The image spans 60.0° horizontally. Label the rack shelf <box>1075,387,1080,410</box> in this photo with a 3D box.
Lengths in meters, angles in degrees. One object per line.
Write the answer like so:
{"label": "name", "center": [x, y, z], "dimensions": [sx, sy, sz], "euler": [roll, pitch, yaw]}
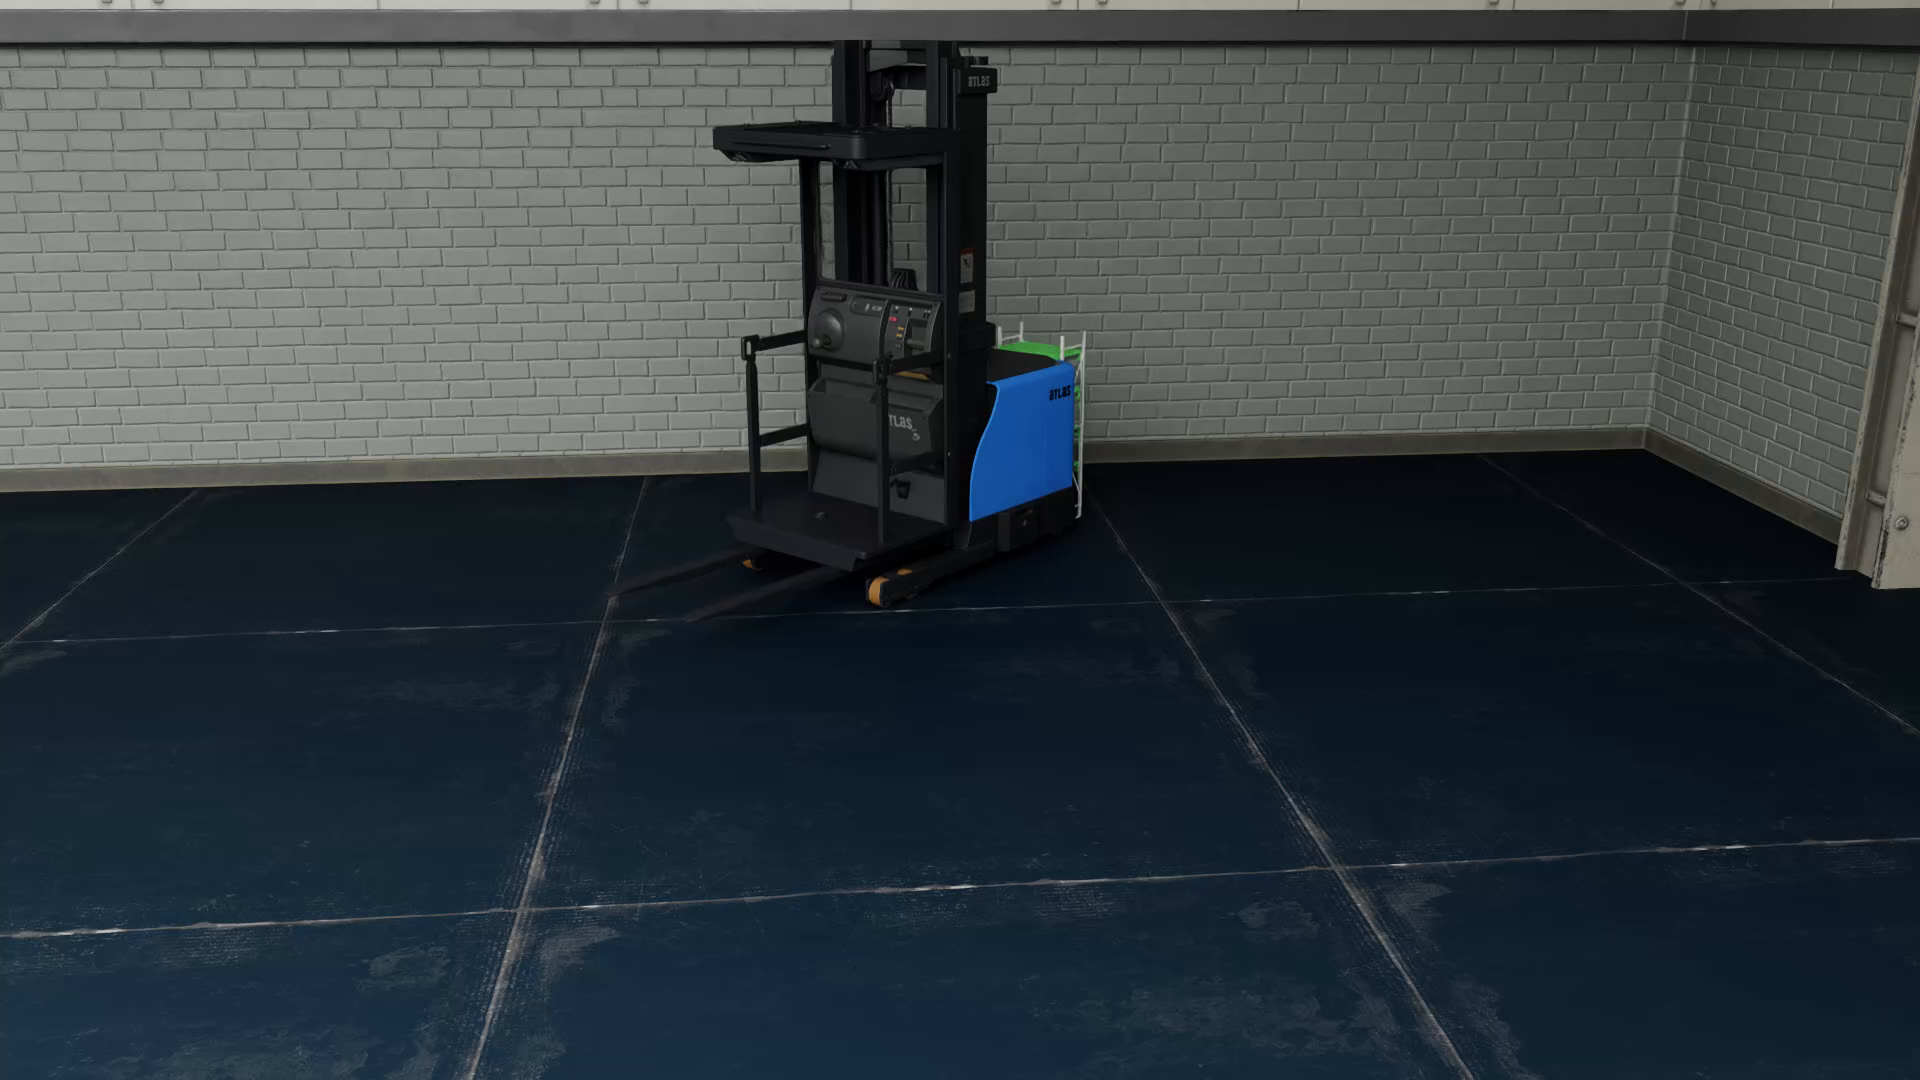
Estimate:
{"label": "rack shelf", "center": [0.507, -0.910, 10.484], "dimensions": [0.480, 0.148, 0.258], "euler": [14, 22, 38]}

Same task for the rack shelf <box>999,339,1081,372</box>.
{"label": "rack shelf", "center": [0.508, -1.140, 10.413], "dimensions": [0.480, 0.148, 0.258], "euler": [14, 22, 38]}

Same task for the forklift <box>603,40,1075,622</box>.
{"label": "forklift", "center": [-0.618, -1.200, 9.106], "dimensions": [1.130, 2.935, 3.031], "euler": [14, 22, 38]}

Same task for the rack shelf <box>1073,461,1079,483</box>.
{"label": "rack shelf", "center": [0.506, -0.452, 10.627], "dimensions": [0.480, 0.148, 0.258], "euler": [14, 22, 38]}

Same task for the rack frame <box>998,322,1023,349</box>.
{"label": "rack frame", "center": [0.319, -0.789, 10.685], "dimensions": [0.015, 1.200, 0.240], "euler": [14, 22, 38]}

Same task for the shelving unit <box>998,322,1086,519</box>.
{"label": "shelving unit", "center": [0.507, -0.742, 10.537], "dimensions": [0.503, 1.200, 0.258], "euler": [14, 22, 38]}

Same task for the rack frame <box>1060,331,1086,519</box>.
{"label": "rack frame", "center": [0.695, -0.696, 10.388], "dimensions": [0.015, 1.200, 0.240], "euler": [14, 22, 38]}

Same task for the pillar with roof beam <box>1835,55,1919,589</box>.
{"label": "pillar with roof beam", "center": [0.979, -3.950, 7.736], "dimensions": [9.100, 9.000, 0.400], "euler": [-2, 18, -6]}

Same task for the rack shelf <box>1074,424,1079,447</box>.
{"label": "rack shelf", "center": [0.507, -0.681, 10.556], "dimensions": [0.480, 0.148, 0.258], "euler": [14, 22, 38]}
